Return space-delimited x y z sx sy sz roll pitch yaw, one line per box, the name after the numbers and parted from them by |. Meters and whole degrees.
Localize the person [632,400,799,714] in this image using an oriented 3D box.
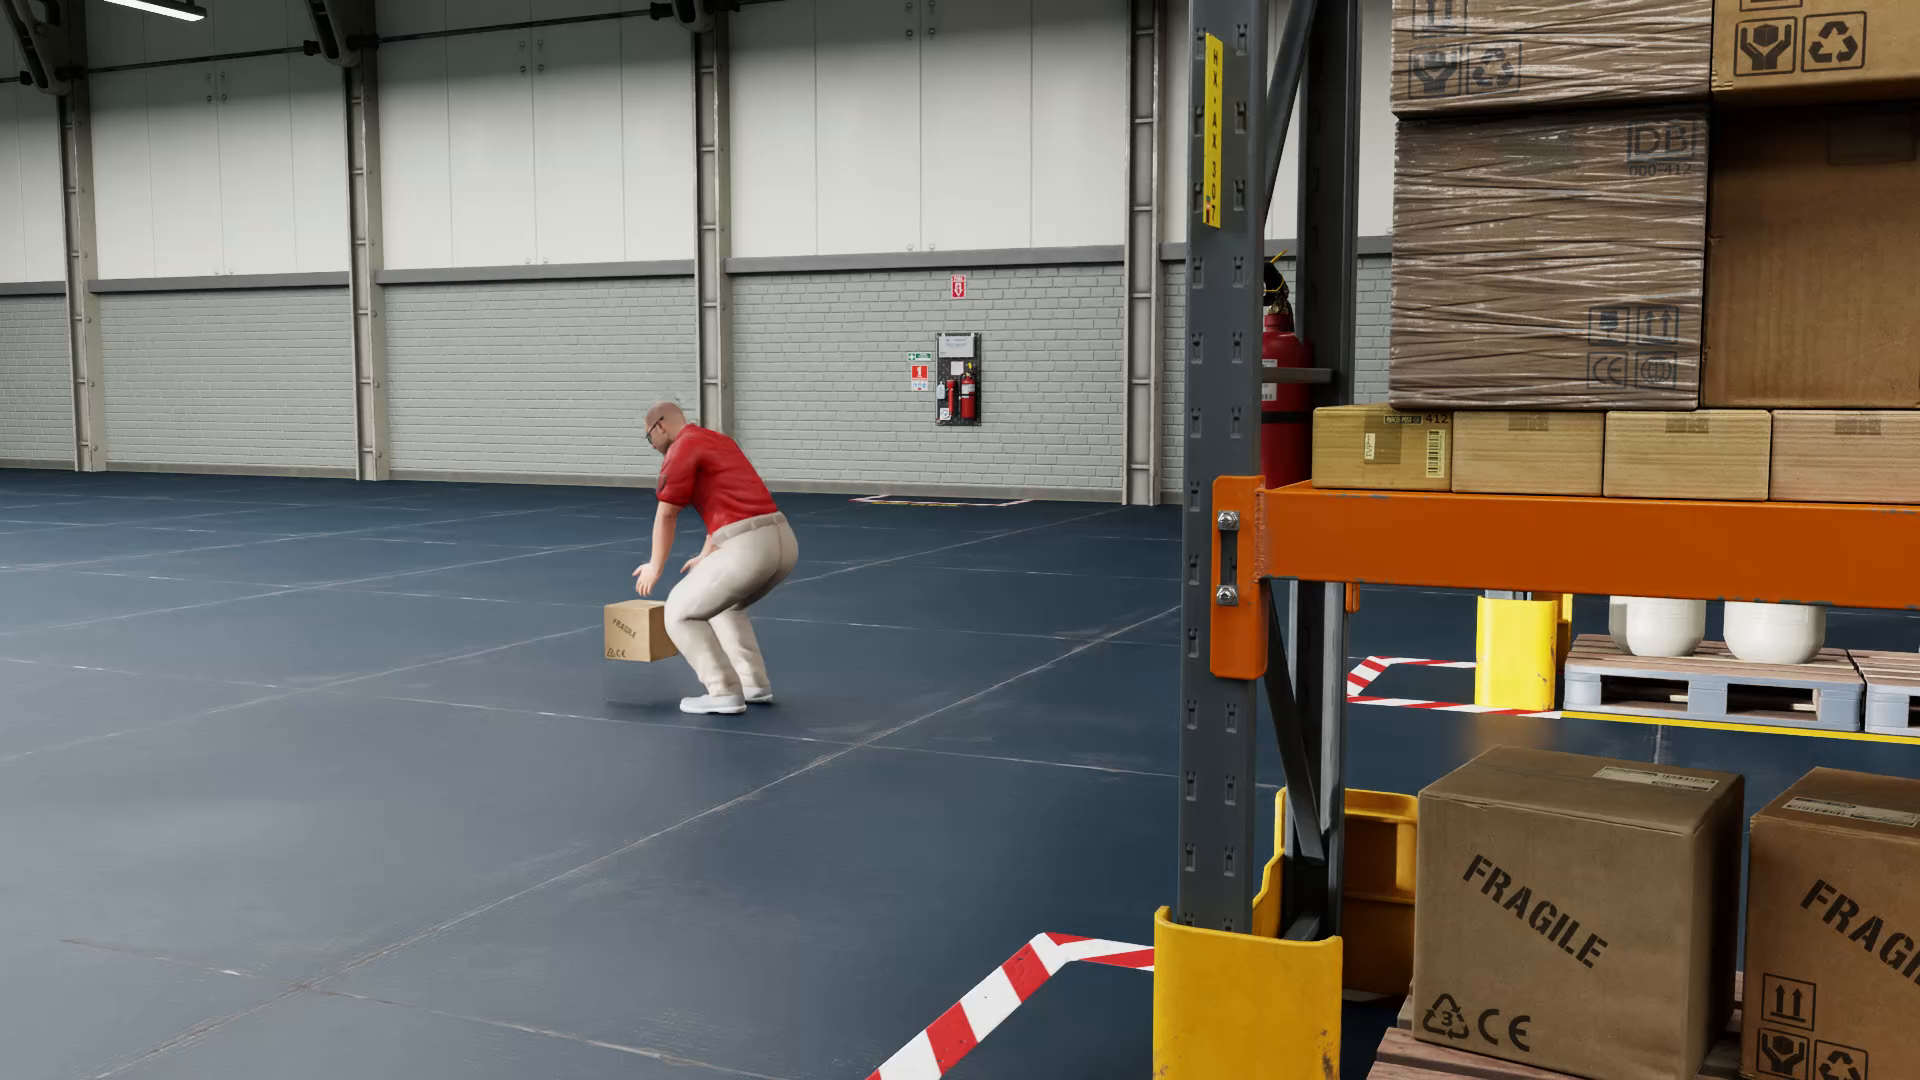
-1.115 0.073 7.570 0.705 1.410 0.590 2 6 24 | person
